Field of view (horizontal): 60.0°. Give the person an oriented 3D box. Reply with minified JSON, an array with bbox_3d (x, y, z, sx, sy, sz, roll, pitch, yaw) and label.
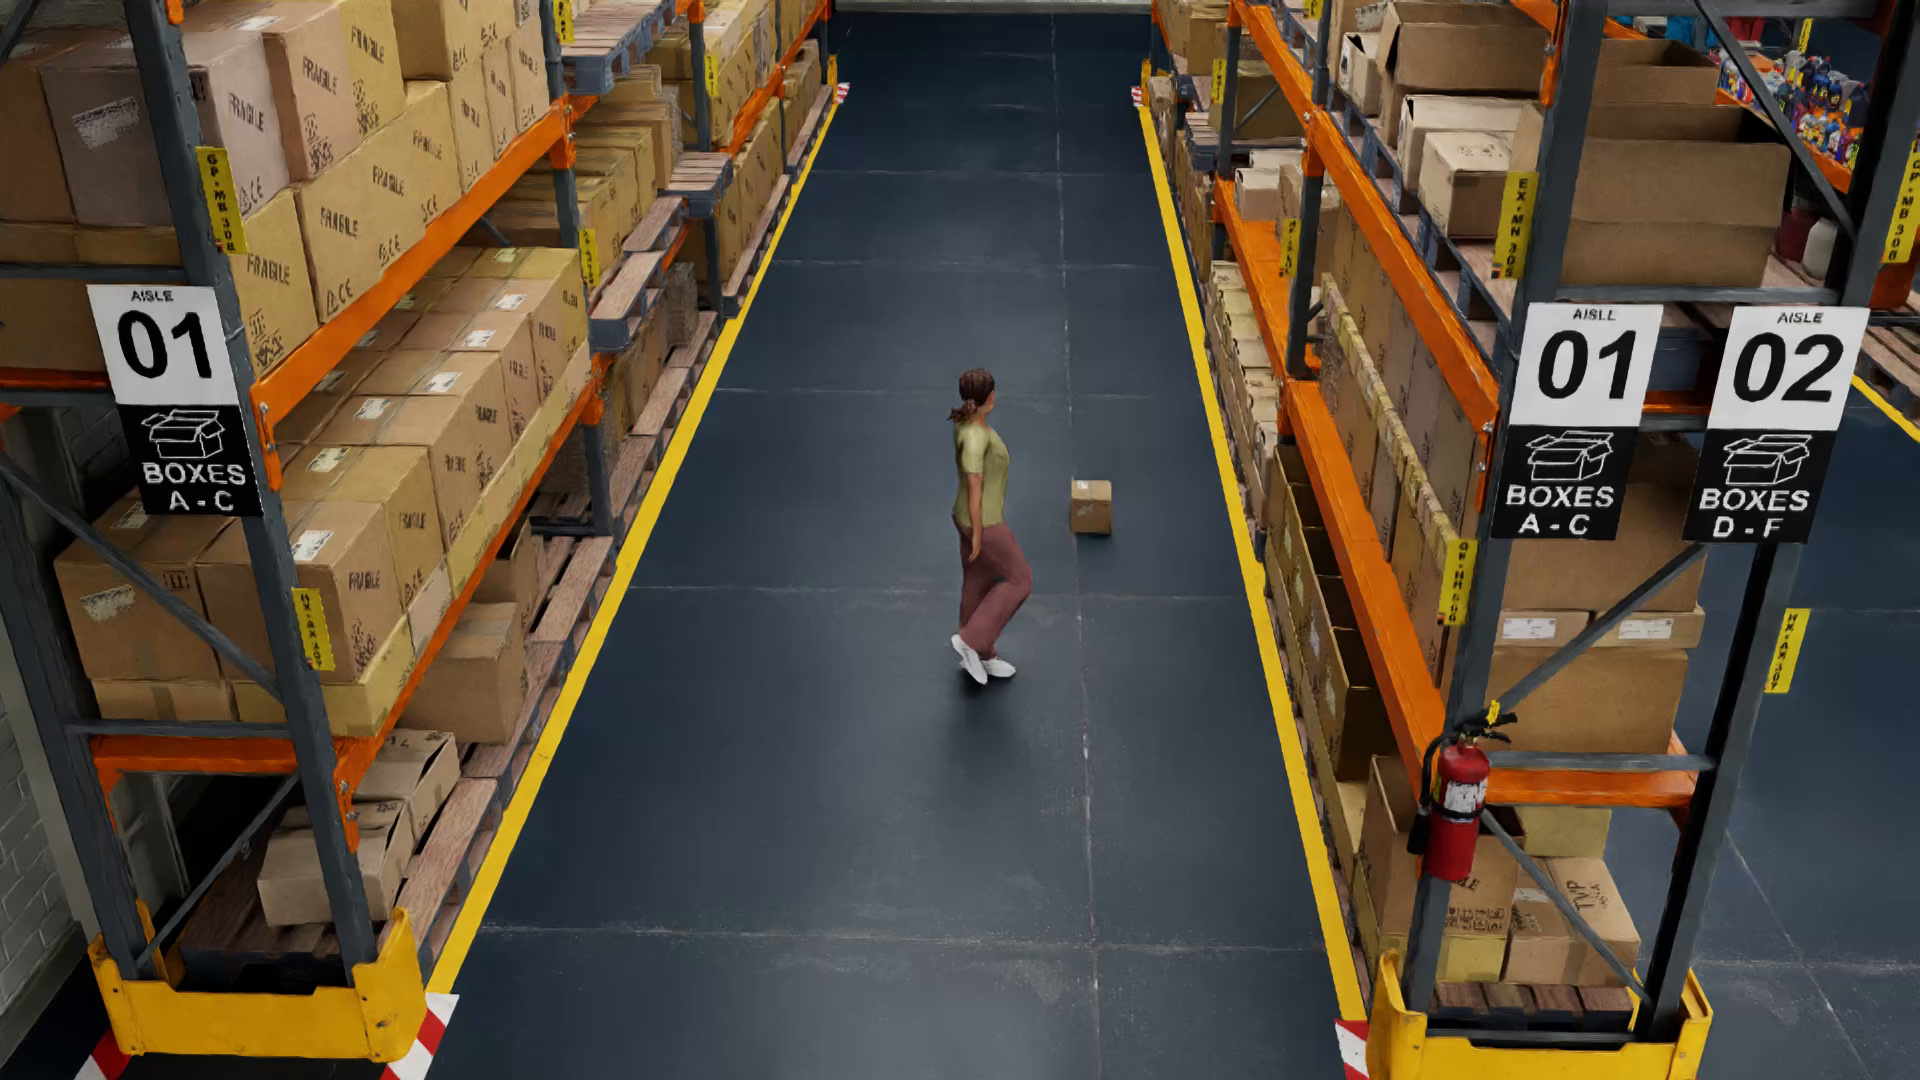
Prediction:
[{"bbox_3d":[0.156,-0.069,8.733,0.433,1.662,0.655,-3,28,-5],"label":"person"}]
